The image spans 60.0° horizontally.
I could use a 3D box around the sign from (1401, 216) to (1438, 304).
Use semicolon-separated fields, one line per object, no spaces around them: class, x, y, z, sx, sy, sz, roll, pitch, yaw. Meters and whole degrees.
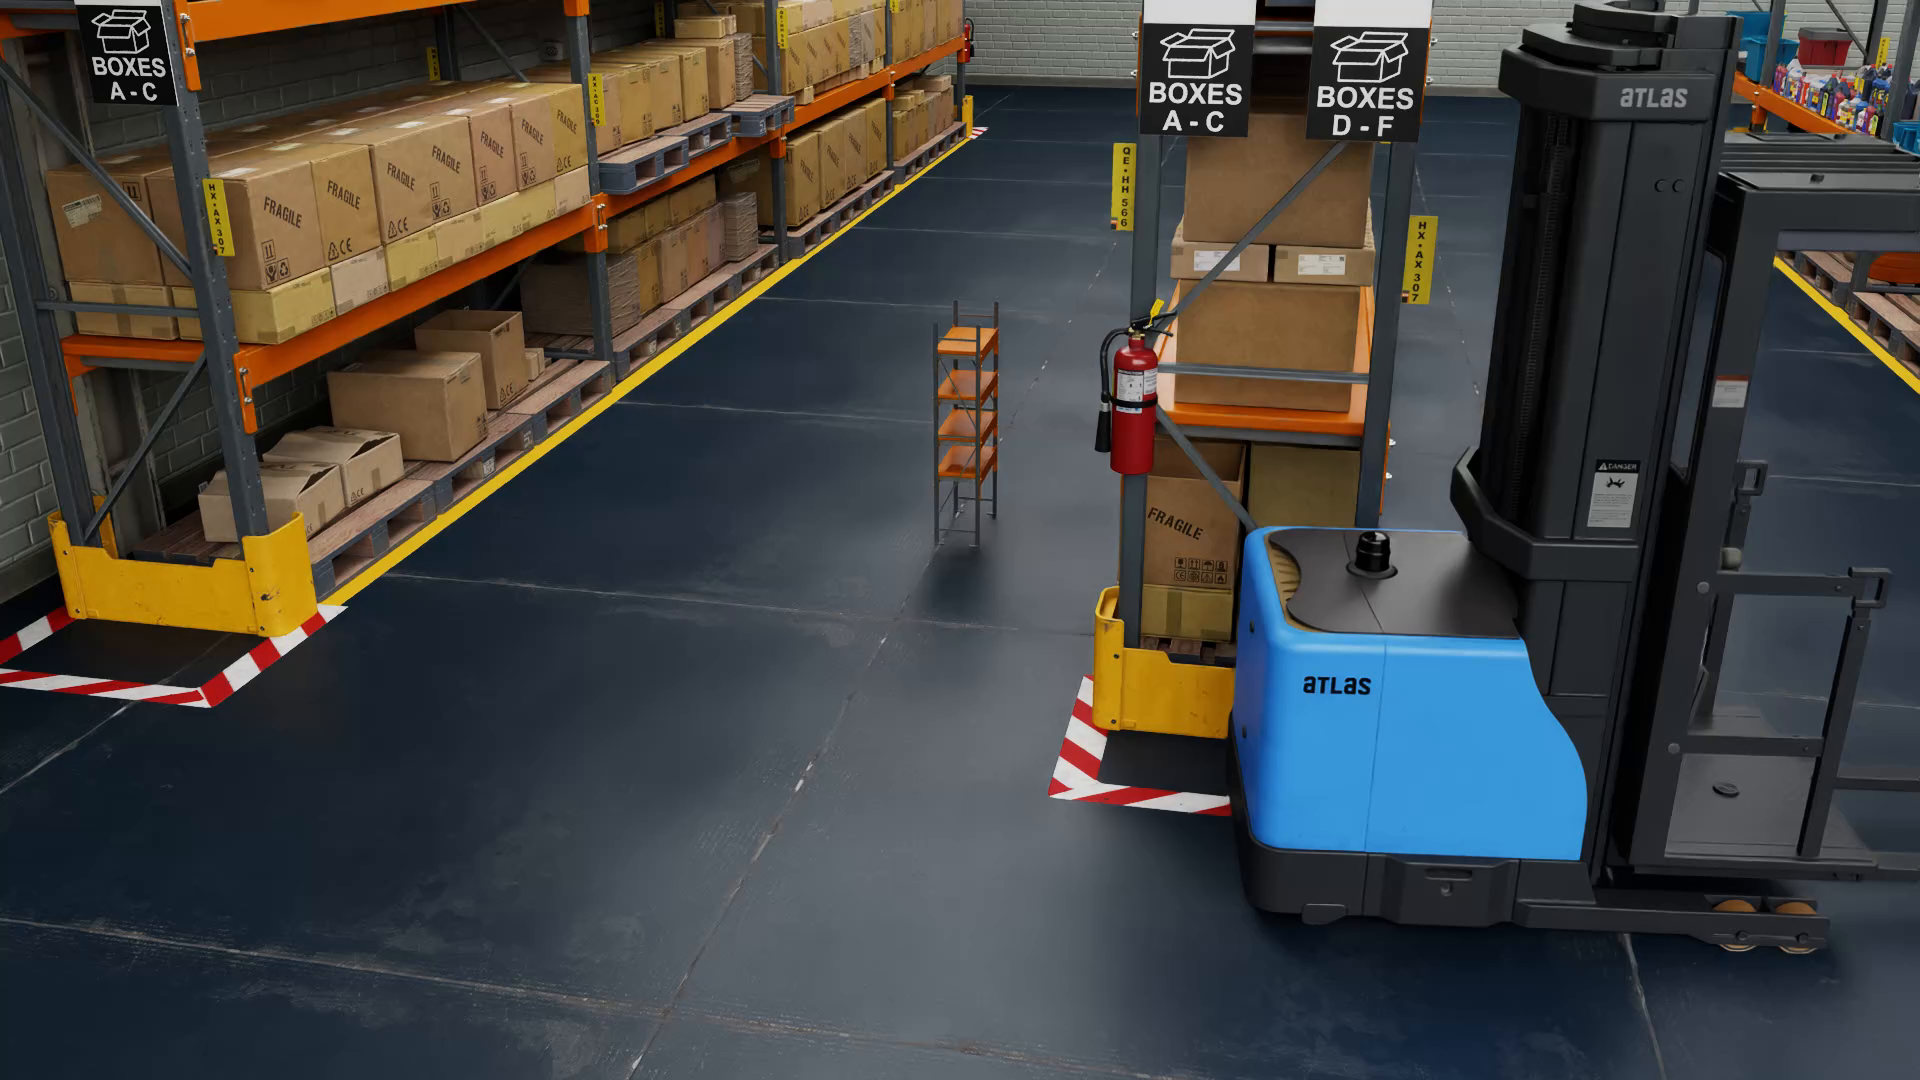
sign;1.695;-1.032;6.136;0.100;0.325;0.005;4;22;11

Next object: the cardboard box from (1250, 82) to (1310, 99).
cardboard box;1.374;-1.668;7.110;0.700;0.500;0.500;4;22;10

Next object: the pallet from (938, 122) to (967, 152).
pallet;-0.519;-5.274;21.666;1.003;0.211;1.213;4;22;11

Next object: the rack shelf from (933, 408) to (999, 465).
rack shelf;0.034;-0.555;8.805;0.258;0.148;0.480;4;22;11

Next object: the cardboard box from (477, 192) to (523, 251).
cardboard box;-2.878;-1.854;9.616;0.500;0.250;0.500;4;22;11

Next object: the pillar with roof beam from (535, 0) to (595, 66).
pillar with roof beam;1.038;-5.985;11.669;9.100;9.000;0.400;4;22;11

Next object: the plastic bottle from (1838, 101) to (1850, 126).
plastic bottle;7.507;-3.612;14.073;0.097;0.201;0.097;0;22;0

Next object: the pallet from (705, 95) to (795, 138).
pallet;-2.106;-3.582;13.990;1.213;0.211;1.003;4;22;11

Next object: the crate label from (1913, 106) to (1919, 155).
crate label;7.167;-2.859;11.889;0.502;0.435;0.616;4;22;11

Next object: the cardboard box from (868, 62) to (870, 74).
cardboard box;-1.166;-4.965;17.476;0.380;0.149;0.250;5;23;13

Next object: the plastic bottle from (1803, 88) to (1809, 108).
plastic bottle;7.743;-4.036;15.127;0.097;0.201;0.097;0;22;0

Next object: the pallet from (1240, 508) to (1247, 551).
pallet;1.519;-0.072;8.751;1.003;0.211;1.213;4;22;11

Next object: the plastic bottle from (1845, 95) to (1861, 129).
plastic bottle;7.467;-3.573;13.883;0.097;0.271;0.097;0;22;0

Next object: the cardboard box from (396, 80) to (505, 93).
cardboard box;-3.181;-2.609;10.486;0.500;0.500;0.500;4;22;10

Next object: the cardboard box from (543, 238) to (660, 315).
cardboard box;-2.691;-1.985;12.524;0.700;0.500;0.500;4;22;10

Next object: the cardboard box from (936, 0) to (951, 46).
cardboard box;-0.664;-6.551;20.703;0.980;0.700;0.700;4;22;10

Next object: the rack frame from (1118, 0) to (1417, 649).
rack frame;1.153;-0.638;6.423;1.000;3.000;0.127;4;22;11

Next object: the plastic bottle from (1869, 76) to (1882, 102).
plastic bottle;8.383;-4.104;15.201;0.097;0.271;0.097;0;22;0

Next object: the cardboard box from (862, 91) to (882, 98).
cardboard box;-1.061;-5.256;19.805;0.380;0.149;0.250;4;22;9

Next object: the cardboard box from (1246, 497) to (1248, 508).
cardboard box;1.670;-0.451;8.074;0.500;0.500;0.500;4;22;11

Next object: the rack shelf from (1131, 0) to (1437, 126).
rack shelf;1.561;-2.427;7.813;1.077;0.370;4.000;4;22;11

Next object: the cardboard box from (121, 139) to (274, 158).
cardboard box;-3.697;-1.674;8.165;0.500;0.500;0.500;5;22;12

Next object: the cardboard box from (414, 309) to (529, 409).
cardboard box;-3.053;-1.139;10.424;0.500;0.500;0.500;3;22;7

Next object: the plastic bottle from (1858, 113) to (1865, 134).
plastic bottle;7.387;-3.398;13.543;0.097;0.201;0.097;0;22;0

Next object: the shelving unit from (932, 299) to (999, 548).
shelving unit;0.034;-0.617;8.780;0.258;1.200;0.503;4;22;11

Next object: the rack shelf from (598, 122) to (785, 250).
rack shelf;-2.473;-2.875;12.940;1.077;0.370;4.000;4;22;11

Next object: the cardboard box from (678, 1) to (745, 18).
cardboard box;-2.226;-4.667;14.865;0.500;0.250;0.500;5;22;12

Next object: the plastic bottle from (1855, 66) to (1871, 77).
plastic bottle;8.686;-4.422;15.983;0.152;0.276;0.135;4;22;11

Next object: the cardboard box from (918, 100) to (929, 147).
cardboard box;-0.783;-5.075;20.223;0.700;0.500;0.500;5;22;12

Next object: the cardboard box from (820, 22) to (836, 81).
cardboard box;-1.497;-4.664;15.861;0.500;0.500;0.500;4;22;11

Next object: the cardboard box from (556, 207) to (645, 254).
cardboard box;-2.660;-2.301;12.306;0.500;0.250;0.500;4;22;10

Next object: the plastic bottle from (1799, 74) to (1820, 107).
plastic bottle;7.794;-4.111;15.213;0.152;0.276;0.135;4;22;11

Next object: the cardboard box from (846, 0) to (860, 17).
cardboard box;-1.311;-5.381;16.638;0.500;0.250;0.500;5;22;12

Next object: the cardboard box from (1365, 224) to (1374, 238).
cardboard box;1.495;-1.209;6.839;0.380;0.149;0.250;4;22;10

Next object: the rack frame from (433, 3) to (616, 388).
rack frame;-2.881;-2.477;10.989;1.000;3.000;0.127;4;22;11

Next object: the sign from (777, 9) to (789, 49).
sign;-1.531;-4.403;14.326;0.100;0.325;0.005;4;22;11

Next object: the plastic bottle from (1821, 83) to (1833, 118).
plastic bottle;7.597;-3.846;14.543;0.061;0.283;0.133;4;22;11

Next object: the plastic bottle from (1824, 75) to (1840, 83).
plastic bottle;7.943;-4.100;15.184;0.152;0.276;0.135;4;22;11

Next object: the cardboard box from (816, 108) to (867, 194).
cardboard box;-1.432;-4.028;17.155;0.750;0.750;0.750;5;23;13

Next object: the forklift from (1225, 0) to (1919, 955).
forklift;2.510;-0.203;5.434;3.031;2.935;1.130;2;22;4

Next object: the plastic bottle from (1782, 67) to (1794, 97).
plastic bottle;7.905;-4.359;15.833;0.097;0.271;0.097;0;22;0

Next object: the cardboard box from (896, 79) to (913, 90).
cardboard box;-0.801;-5.723;20.963;0.380;0.149;0.250;5;22;11

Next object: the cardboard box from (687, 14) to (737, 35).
cardboard box;-2.106;-4.363;14.081;0.380;0.149;0.250;2;22;4

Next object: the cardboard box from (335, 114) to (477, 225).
cardboard box;-2.989;-2.012;9.004;0.500;0.500;0.500;5;23;13

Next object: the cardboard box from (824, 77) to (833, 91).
cardboard box;-1.468;-4.497;16.315;0.380;0.149;0.250;5;22;11

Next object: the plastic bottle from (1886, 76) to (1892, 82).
plastic bottle;8.509;-4.103;15.193;0.152;0.276;0.135;4;22;11

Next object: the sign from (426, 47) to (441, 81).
sign;-3.425;-3.055;10.875;0.100;0.325;0.005;4;22;11

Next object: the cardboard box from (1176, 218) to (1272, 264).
cardboard box;1.097;-1.235;6.904;0.380;0.149;0.250;5;22;12

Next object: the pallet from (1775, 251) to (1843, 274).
pallet;8.005;-2.628;15.096;1.003;0.211;1.213;4;22;11

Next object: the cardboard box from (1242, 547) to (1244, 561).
cardboard box;1.579;0.080;7.758;0.500;0.250;0.500;4;22;11

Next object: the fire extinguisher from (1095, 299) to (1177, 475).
fire extinguisher;0.674;-0.594;6.418;0.296;0.674;0.183;4;22;11

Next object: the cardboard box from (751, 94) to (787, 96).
cardboard box;-1.771;-3.936;14.920;0.380;0.149;0.250;4;22;10

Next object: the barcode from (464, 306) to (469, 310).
barcode;-3.226;-1.491;10.869;0.001;0.075;0.075;4;22;11

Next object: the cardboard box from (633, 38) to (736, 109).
cardboard box;-2.238;-3.811;13.580;0.700;0.500;0.500;2;22;6

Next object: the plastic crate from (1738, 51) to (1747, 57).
plastic crate;8.511;-5.213;18.055;0.293;0.136;0.466;4;22;11
